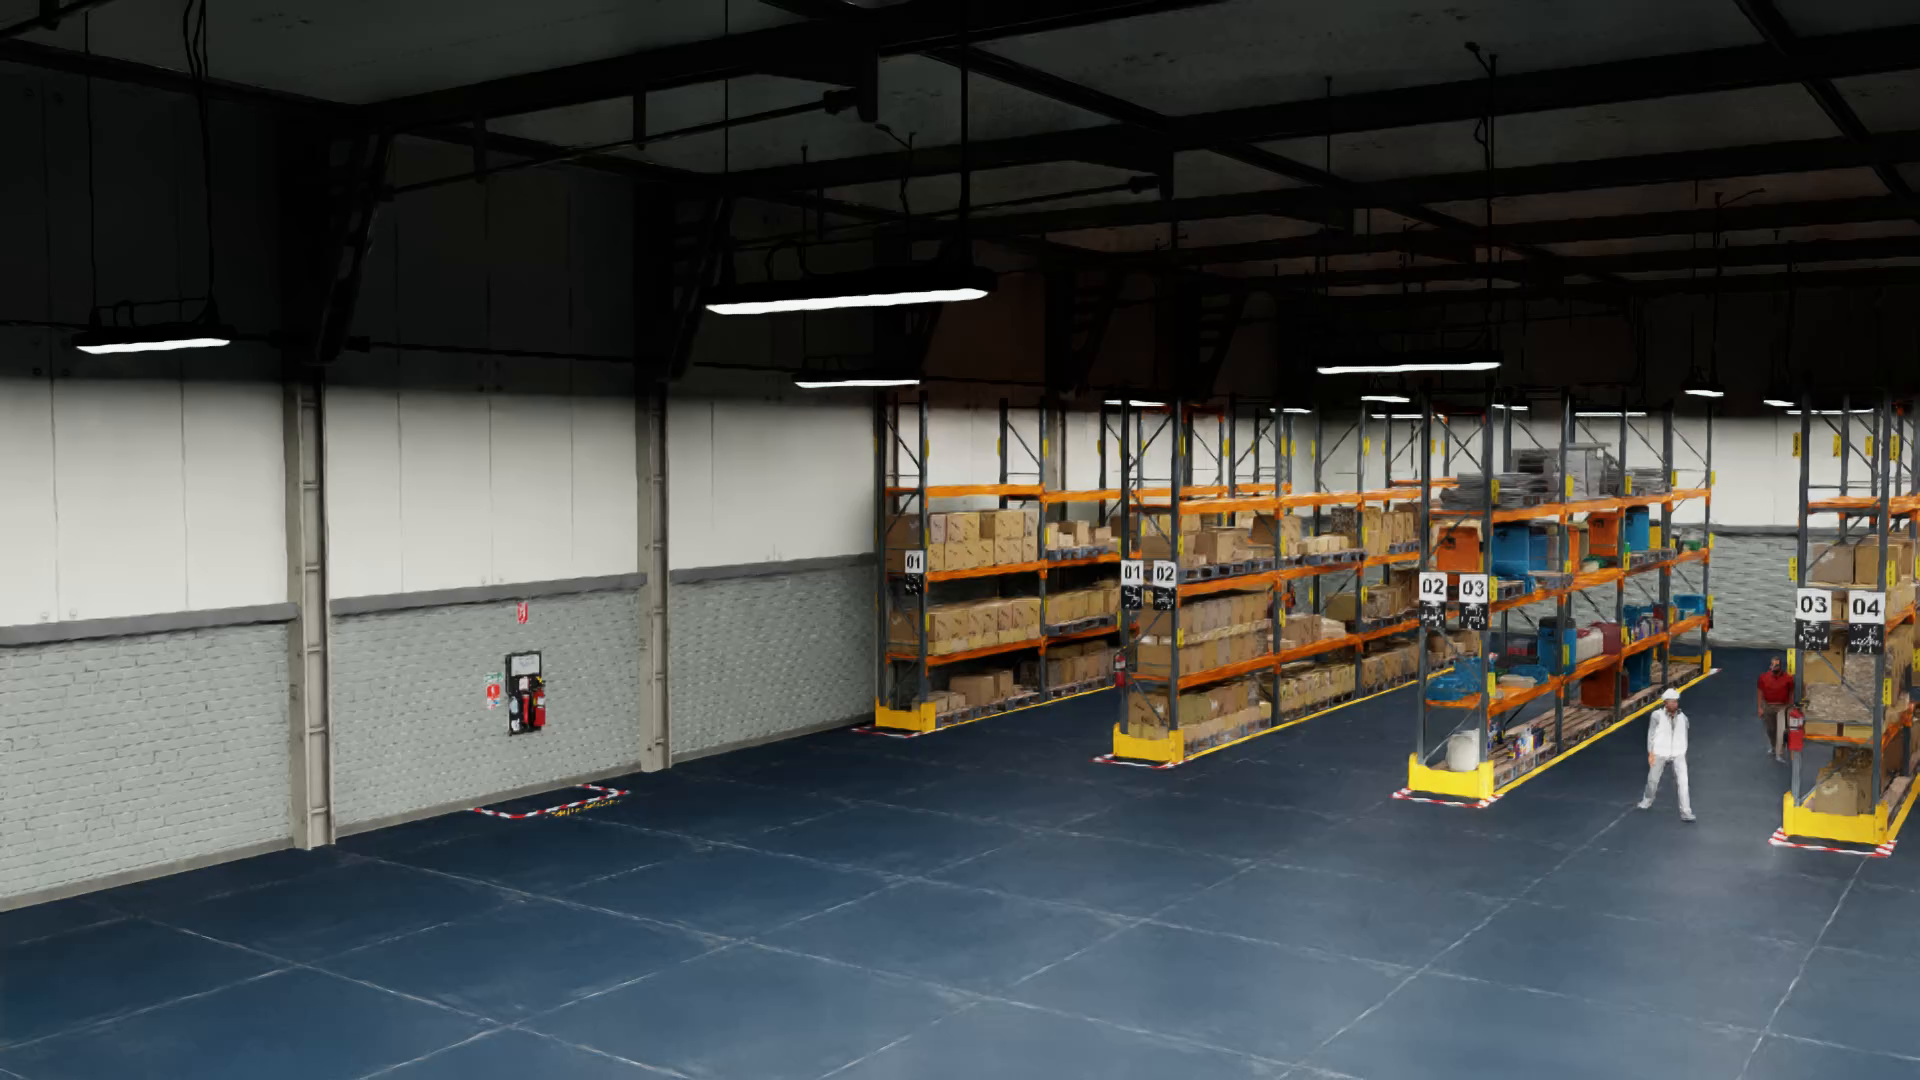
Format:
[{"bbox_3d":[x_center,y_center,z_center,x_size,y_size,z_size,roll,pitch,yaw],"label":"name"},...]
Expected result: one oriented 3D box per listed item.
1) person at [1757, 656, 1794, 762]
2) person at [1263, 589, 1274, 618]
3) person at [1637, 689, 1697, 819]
[{"bbox_3d":[13.070,2.681,26.679,0.542,1.645,1.126,2,4,37],"label":"person"},{"bbox_3d":[7.102,1.995,38.586,0.600,1.725,1.111,2,4,33],"label":"person"},{"bbox_3d":[9.591,2.878,22.567,0.588,1.747,0.930,0,3,8],"label":"person"}]
